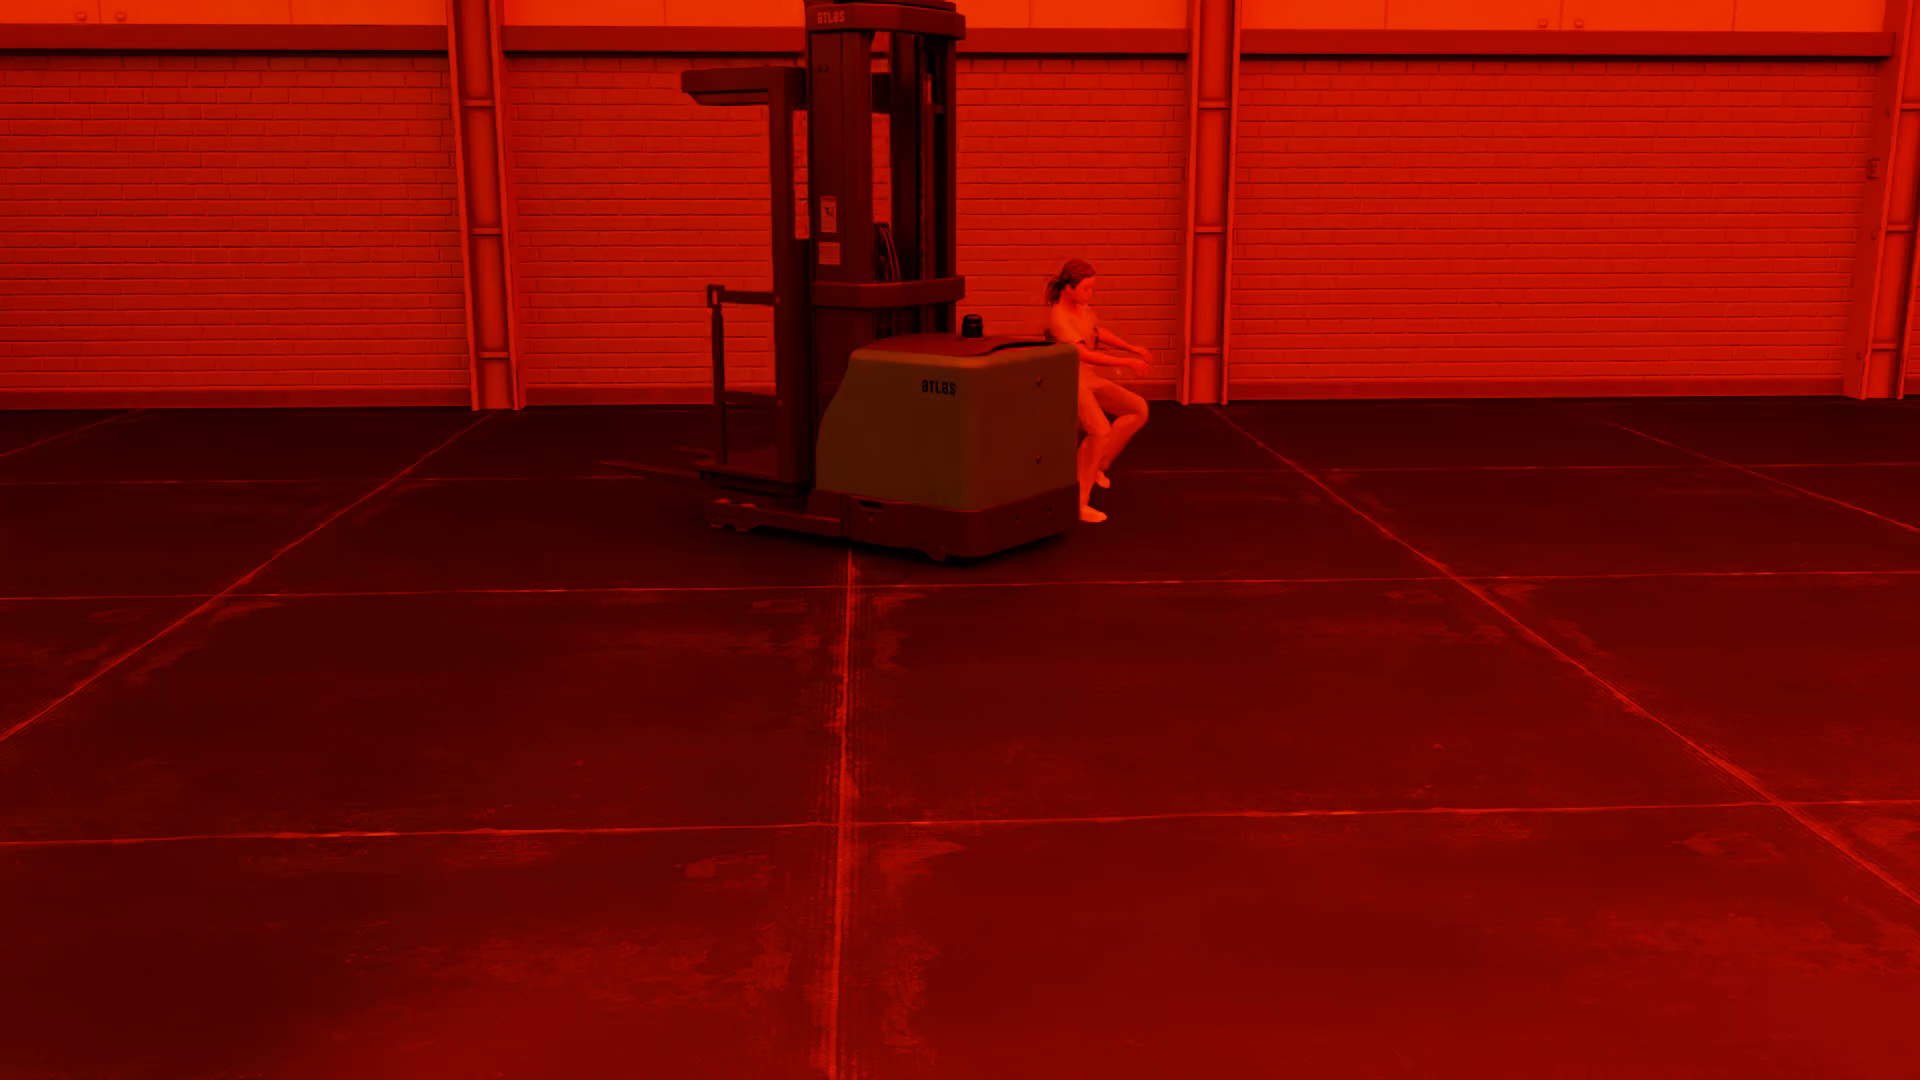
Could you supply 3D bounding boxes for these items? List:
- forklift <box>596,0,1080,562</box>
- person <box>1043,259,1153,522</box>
[{"bbox_3d":[-0.830,-1.553,9.327,3.031,2.935,1.130,9,16,36],"label":"forklift"},{"bbox_3d":[0.834,-0.908,9.790,0.732,1.477,0.809,6,14,25],"label":"person"}]
